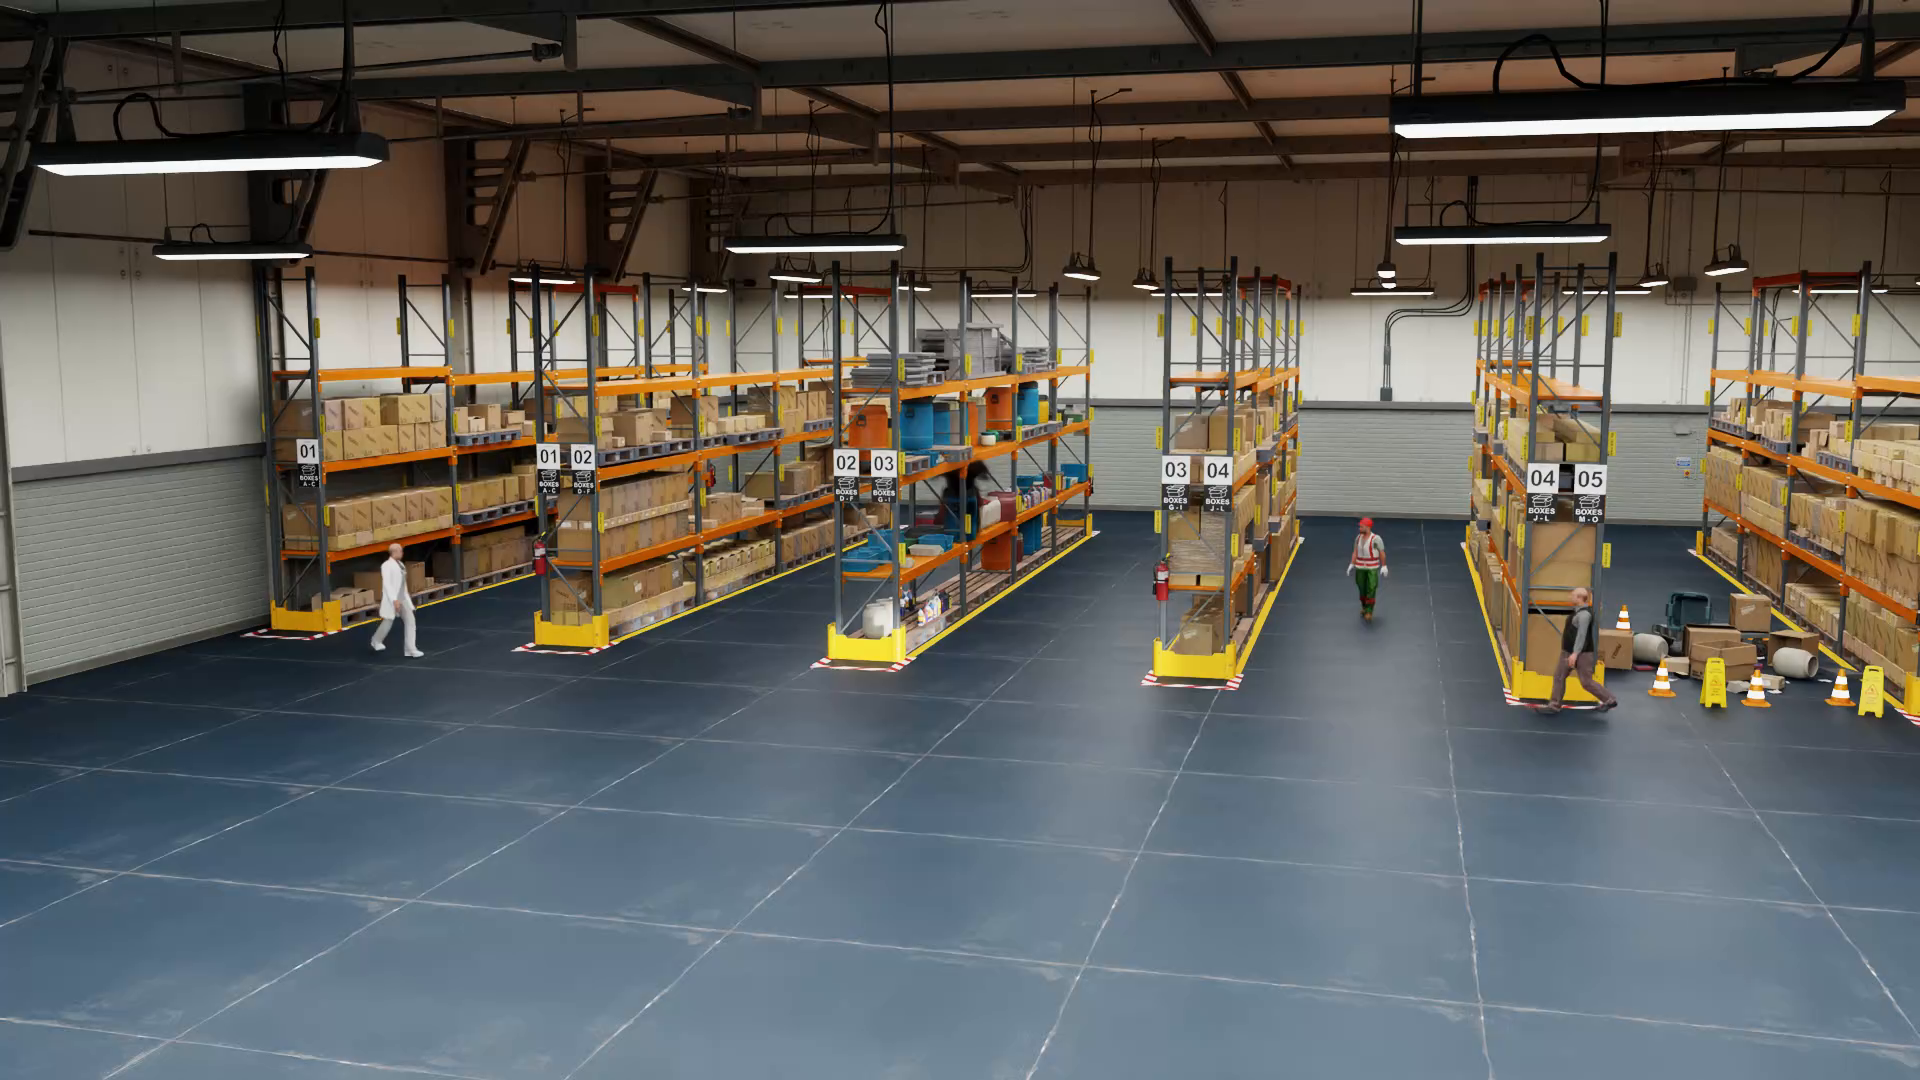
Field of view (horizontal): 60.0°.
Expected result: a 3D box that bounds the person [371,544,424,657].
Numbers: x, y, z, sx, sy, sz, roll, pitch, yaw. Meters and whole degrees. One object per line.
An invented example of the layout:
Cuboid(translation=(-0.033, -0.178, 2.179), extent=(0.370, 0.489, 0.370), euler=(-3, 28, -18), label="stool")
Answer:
Cuboid(translation=(-8.677, 0.917, 25.491), extent=(1.061, 1.737, 0.528), euler=(6, 9, 39), label="person")

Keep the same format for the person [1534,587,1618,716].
Cuboid(translation=(7.997, 1.454, 21.458), extent=(0.981, 1.697, 0.509), euler=(-1, 7, -7), label="person")

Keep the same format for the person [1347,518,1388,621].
Cuboid(translation=(7.021, 0.481, 28.685), extent=(0.687, 1.719, 1.052), euler=(3, 8, 22), label="person")
